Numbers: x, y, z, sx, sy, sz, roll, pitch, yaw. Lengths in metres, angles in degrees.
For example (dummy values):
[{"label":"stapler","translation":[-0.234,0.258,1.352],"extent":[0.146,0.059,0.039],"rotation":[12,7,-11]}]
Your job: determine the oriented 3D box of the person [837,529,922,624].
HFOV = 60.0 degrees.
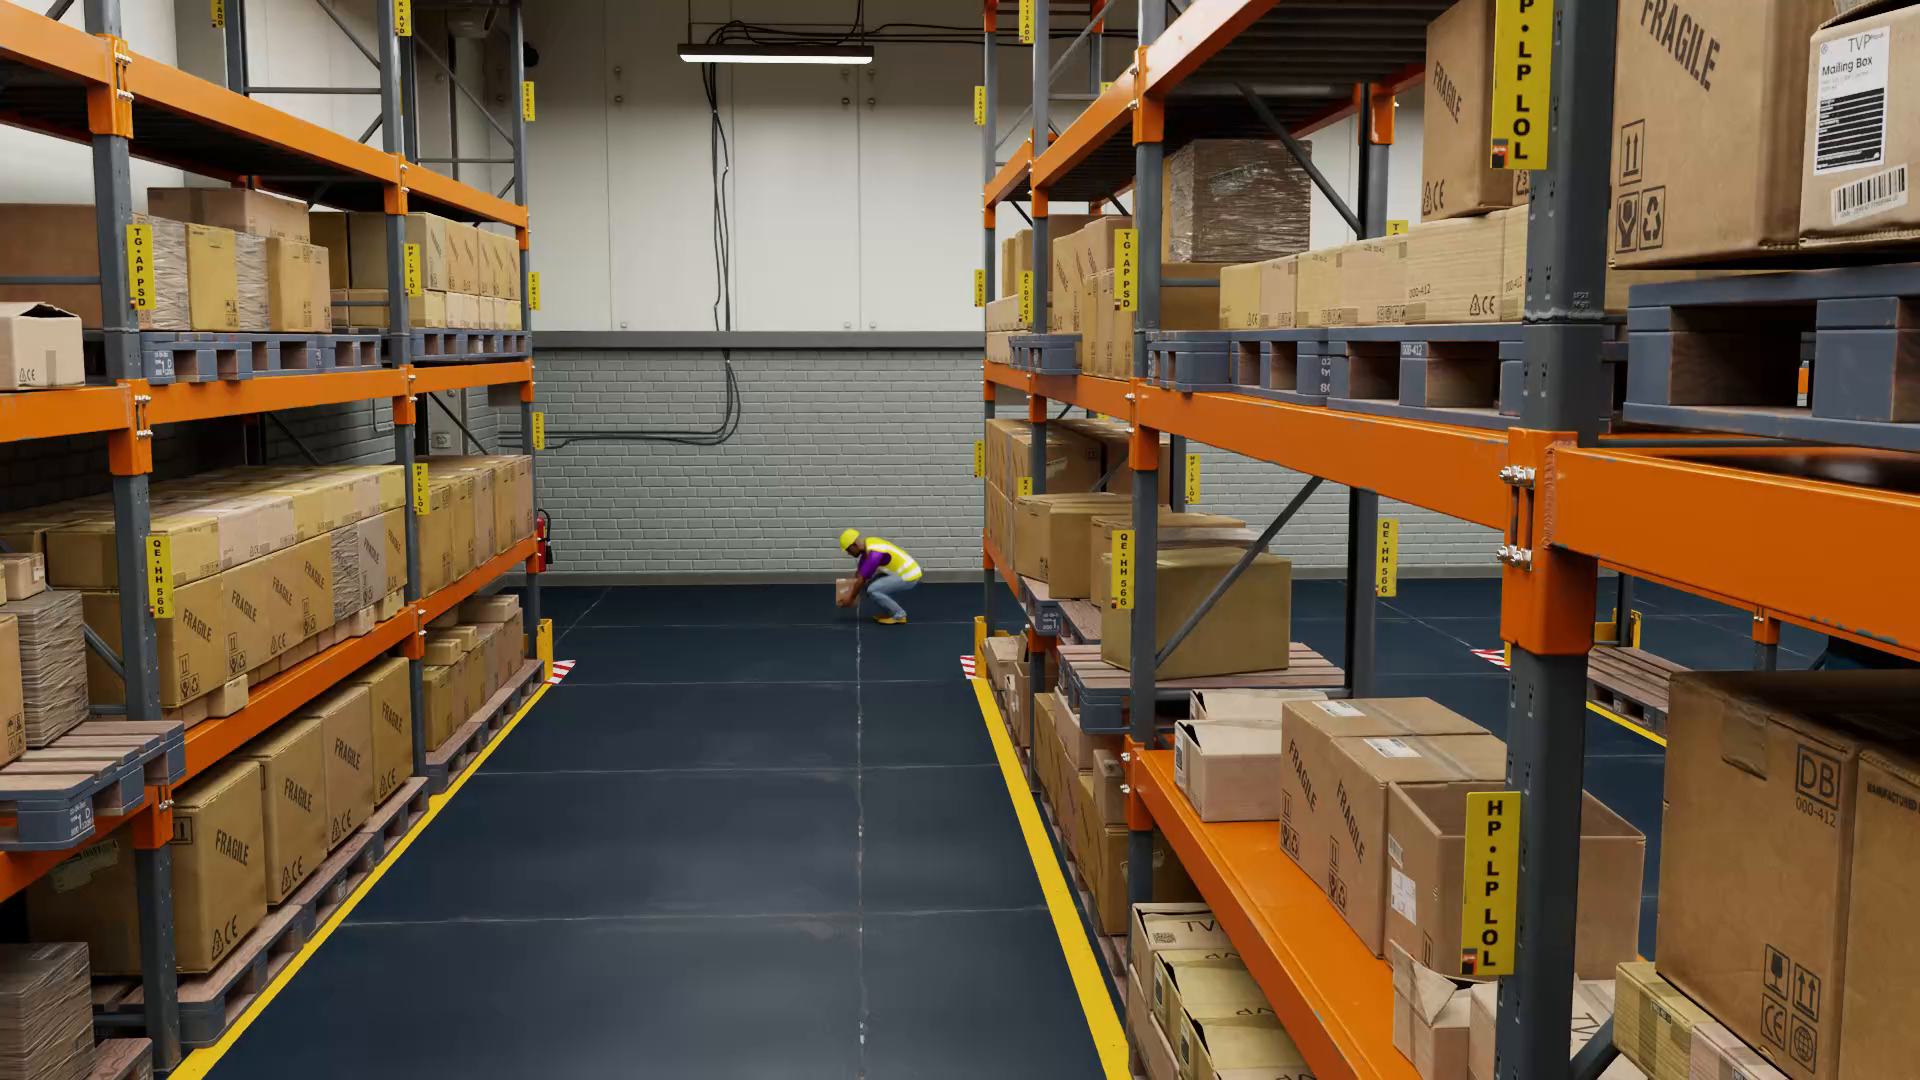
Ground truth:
[{"label":"person","translation":[-0.855,0.382,17.669],"extent":[0.903,1.011,0.541],"rotation":[-1,7,-5]}]
